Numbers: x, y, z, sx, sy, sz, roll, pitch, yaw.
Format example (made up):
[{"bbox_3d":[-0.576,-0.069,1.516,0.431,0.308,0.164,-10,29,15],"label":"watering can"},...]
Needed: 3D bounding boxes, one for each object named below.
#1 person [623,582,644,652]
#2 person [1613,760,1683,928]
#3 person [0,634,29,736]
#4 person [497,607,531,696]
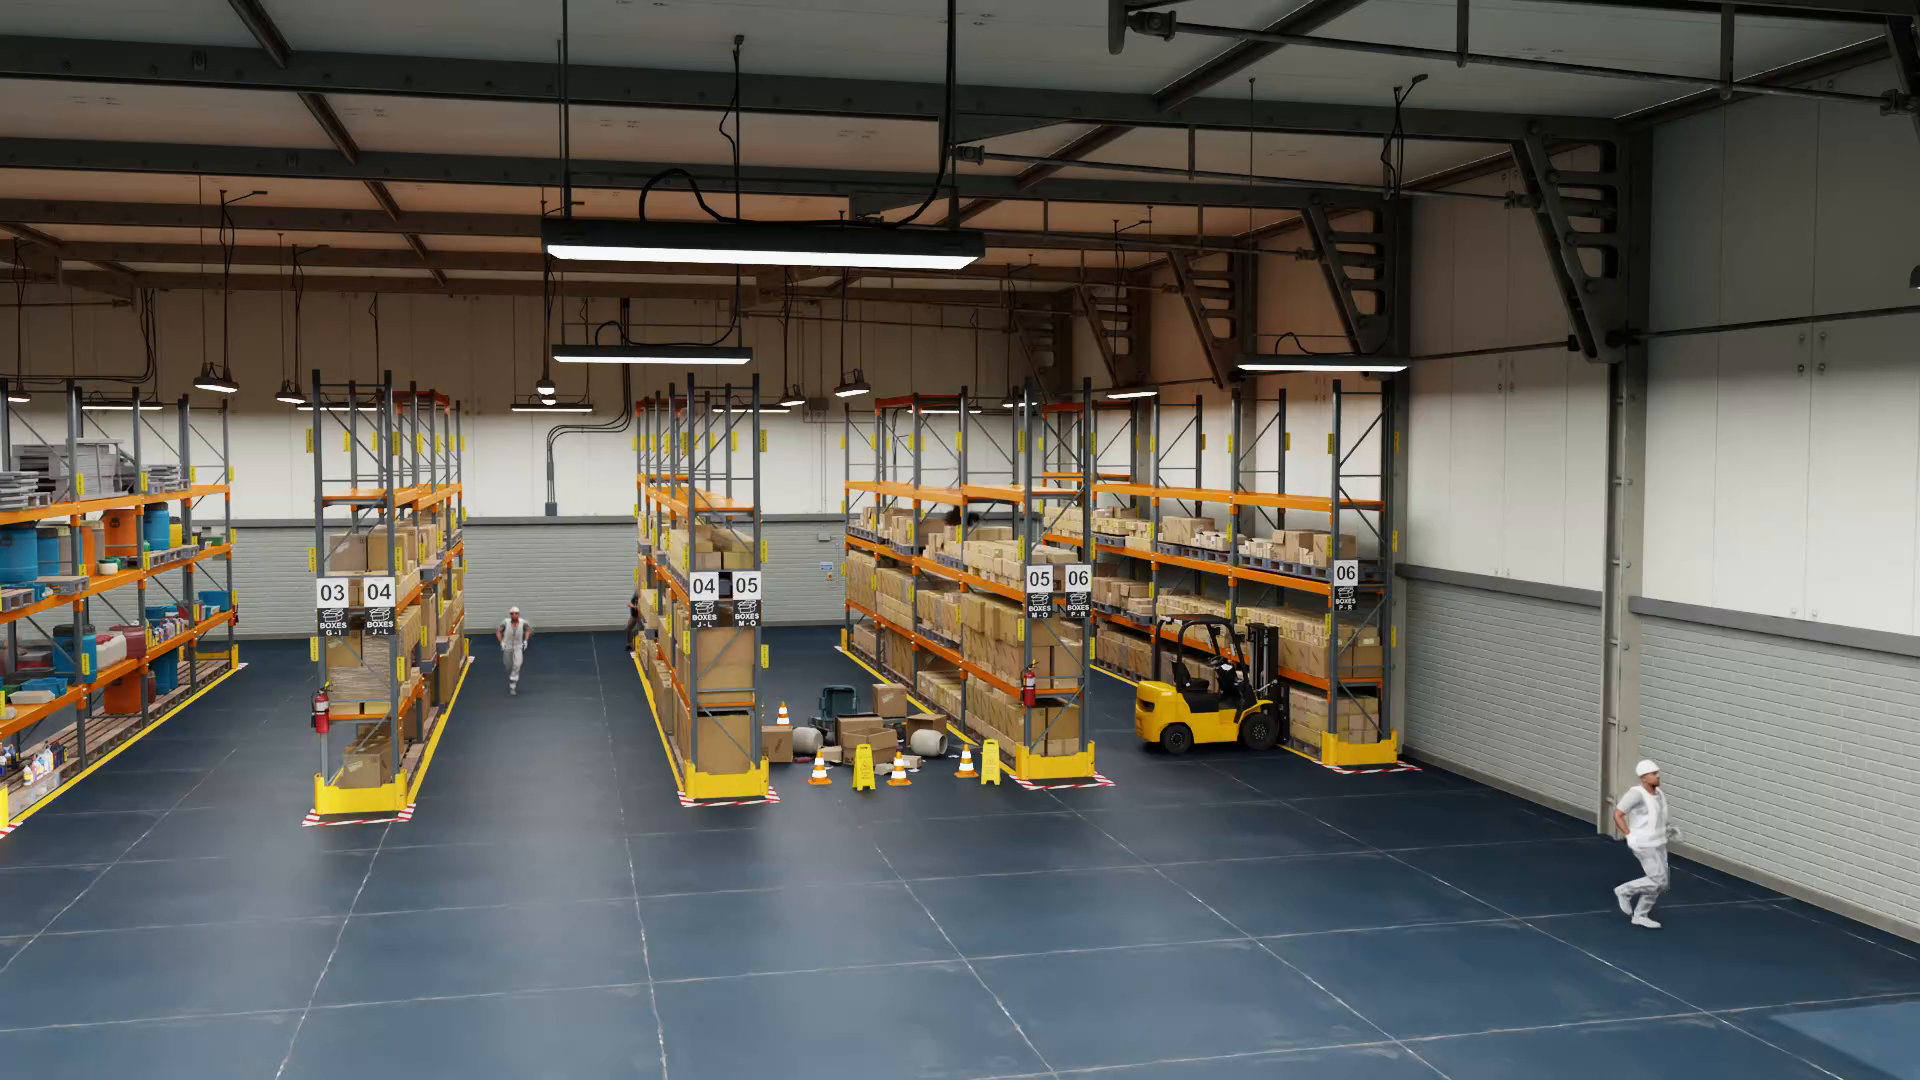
[{"bbox_3d":[-7.669,1.870,39.995,0.747,1.751,0.705,-2,4,-32],"label":"person"},{"bbox_3d":[7.124,3.143,17.198,0.687,1.734,0.596,-3,4,-39],"label":"person"},{"bbox_3d":[-16.298,2.484,28.529,0.716,1.743,0.630,-1,3,-11],"label":"person"},{"bbox_3d":[-8.986,2.206,33.496,0.659,1.770,1.044,-1,3,-13],"label":"person"}]
